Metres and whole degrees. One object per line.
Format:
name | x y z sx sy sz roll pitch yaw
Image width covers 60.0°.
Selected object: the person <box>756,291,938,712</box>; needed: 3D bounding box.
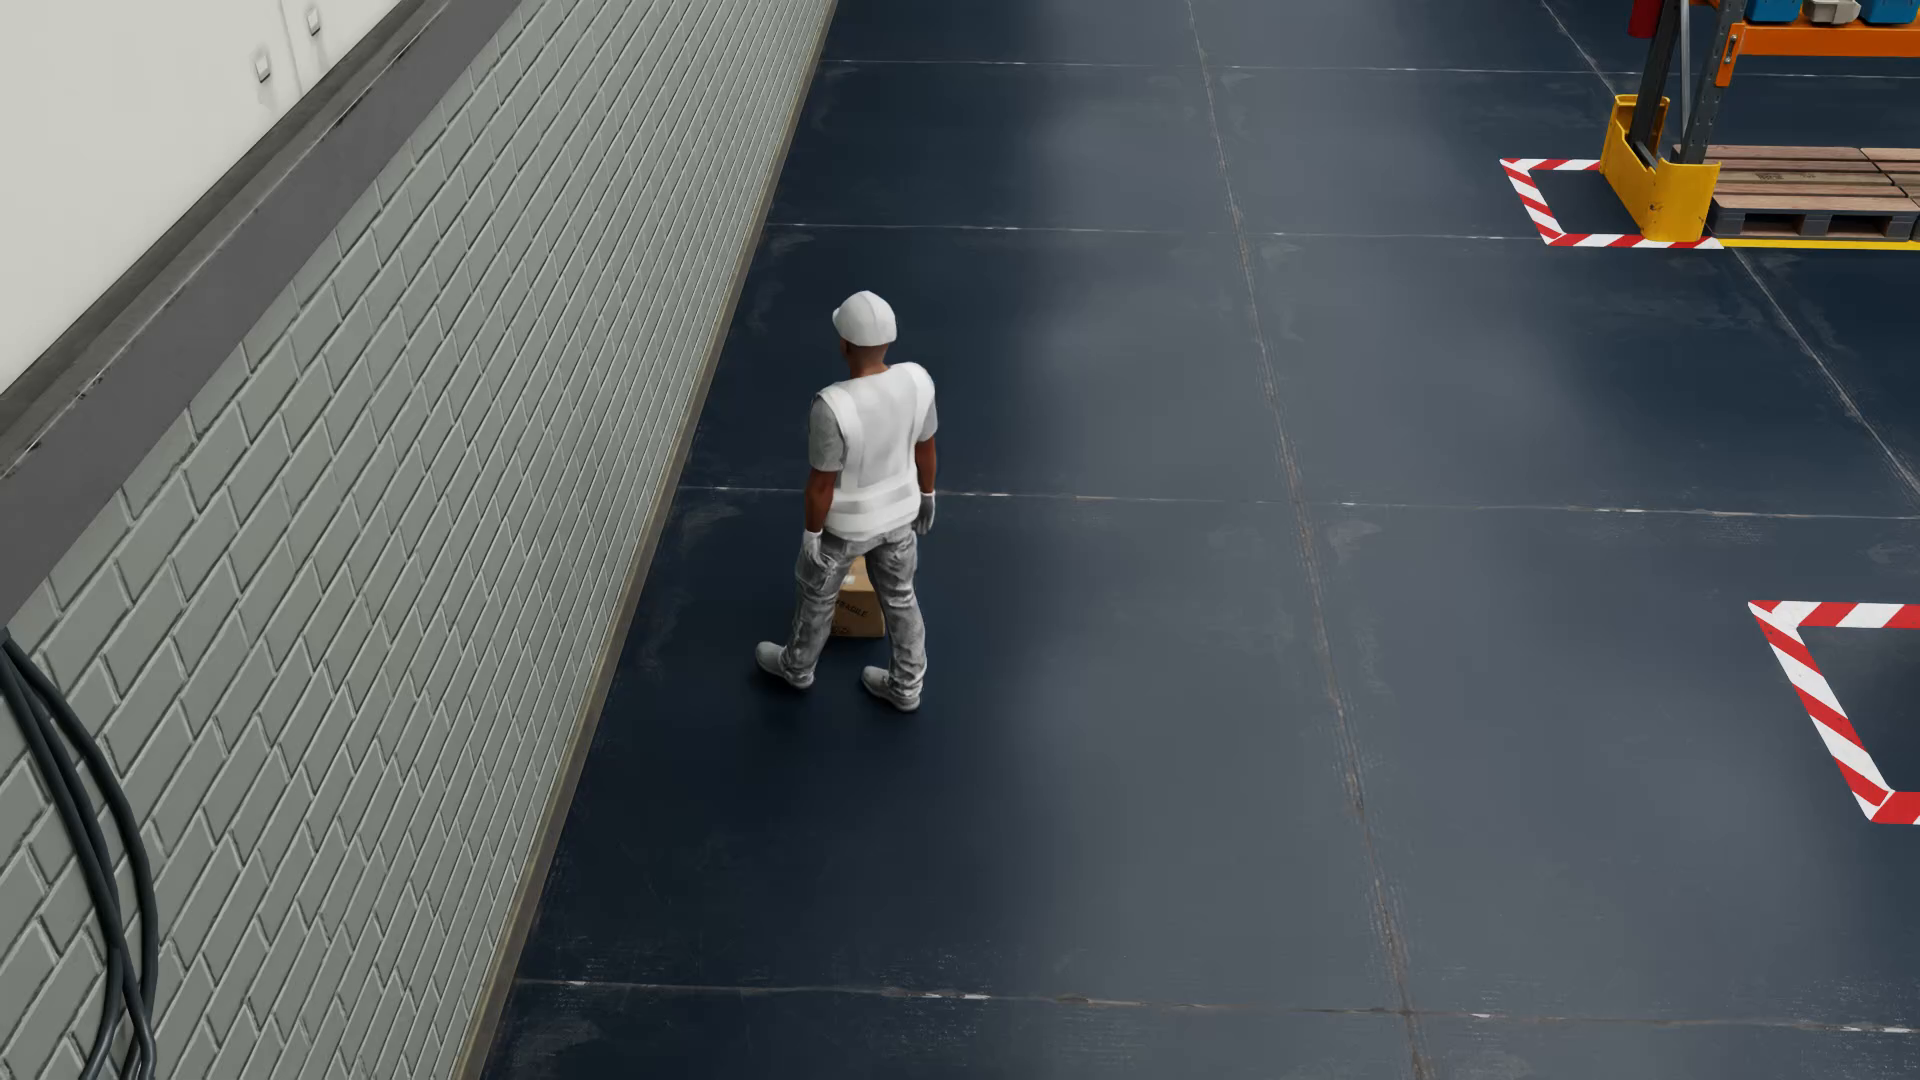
person | -0.440 -0.163 6.343 0.589 1.782 0.662 -24 42 -30
